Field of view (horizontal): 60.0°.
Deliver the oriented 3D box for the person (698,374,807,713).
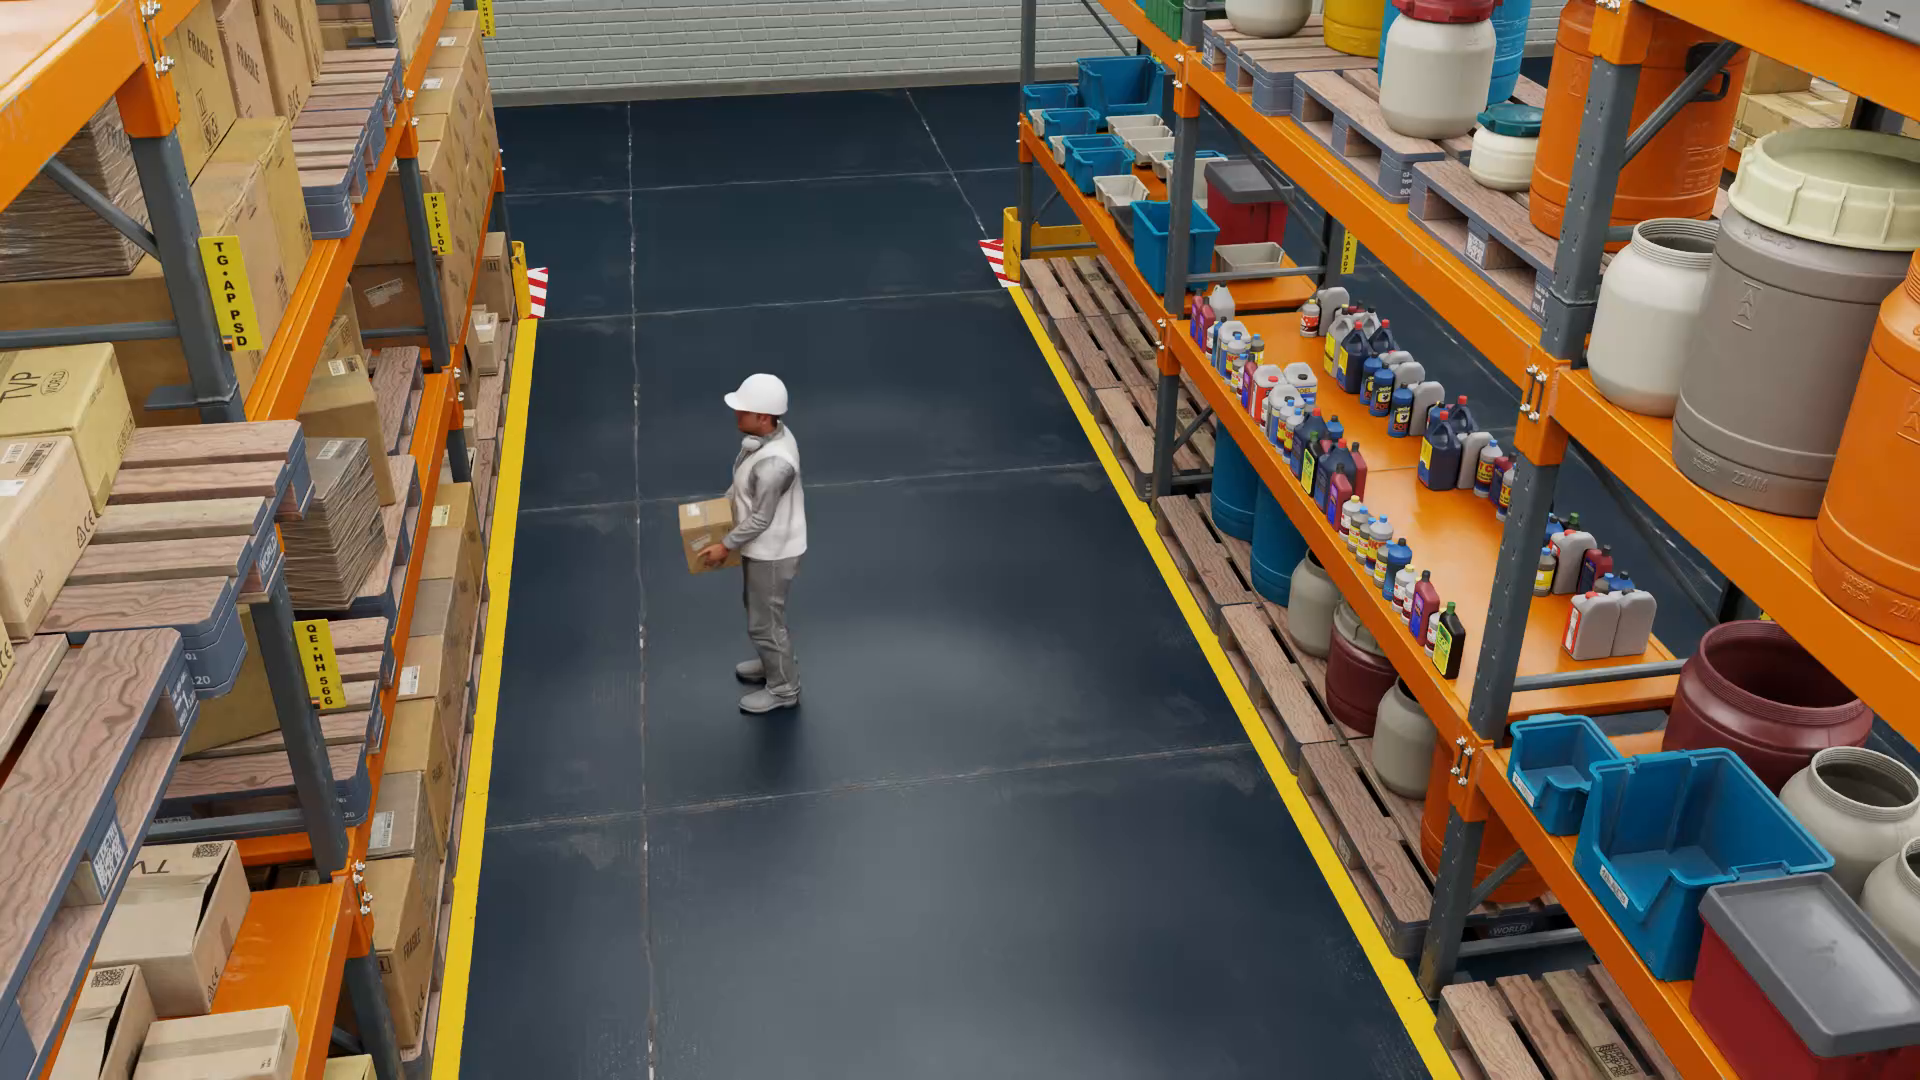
[{"bbox_3d":[-1.012,0.016,8.080,0.529,1.777,0.528,-6,31,-9],"label":"person"}]
